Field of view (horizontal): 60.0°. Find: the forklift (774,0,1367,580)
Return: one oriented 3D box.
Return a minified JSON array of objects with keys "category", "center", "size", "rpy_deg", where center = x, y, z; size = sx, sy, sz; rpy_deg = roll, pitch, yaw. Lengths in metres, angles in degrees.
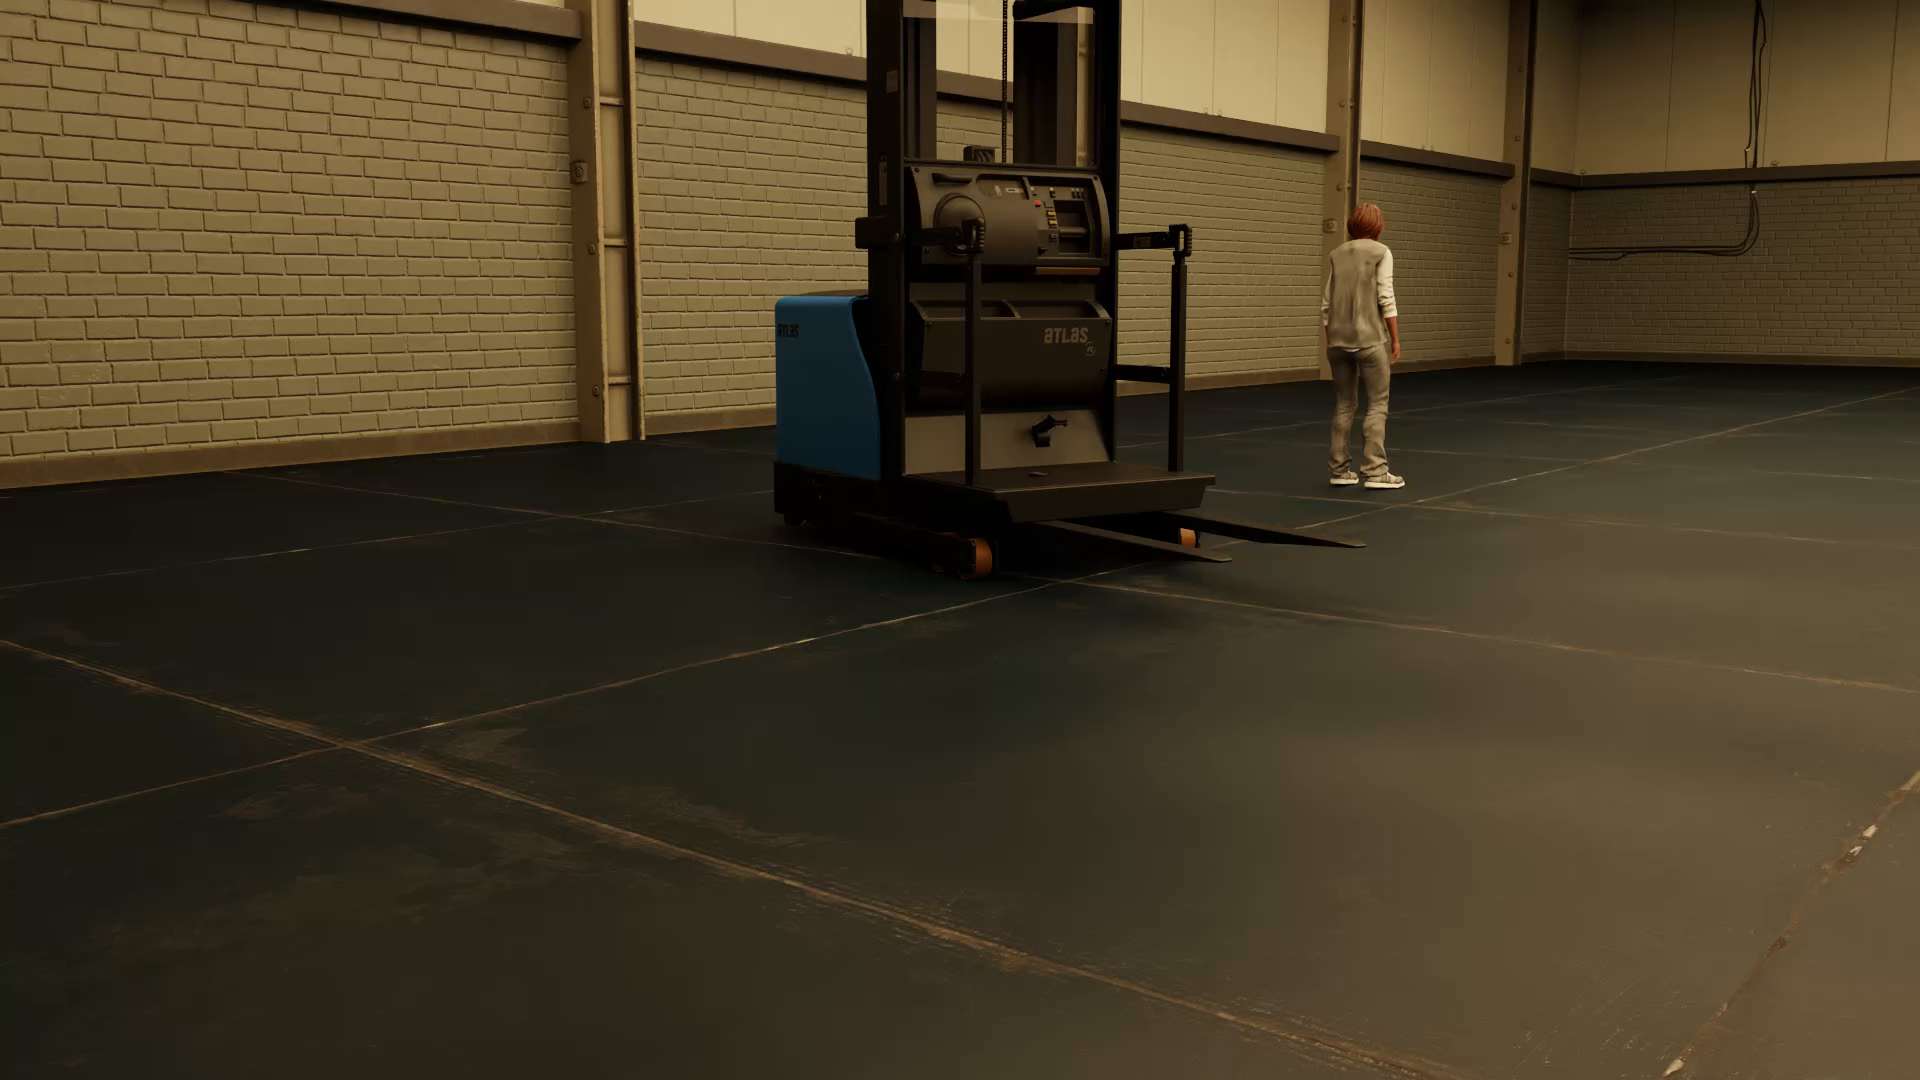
[{"category":"forklift","center":[0.329,-1.373,6.666],"size":[1.130,2.935,3.031],"rpy_deg":[-5,10,-31]}]

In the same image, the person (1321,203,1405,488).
[{"category":"person","center":[2.258,-1.094,9.380],"size":[0.340,1.594,0.485],"rpy_deg":[-8,12,-44]}]
